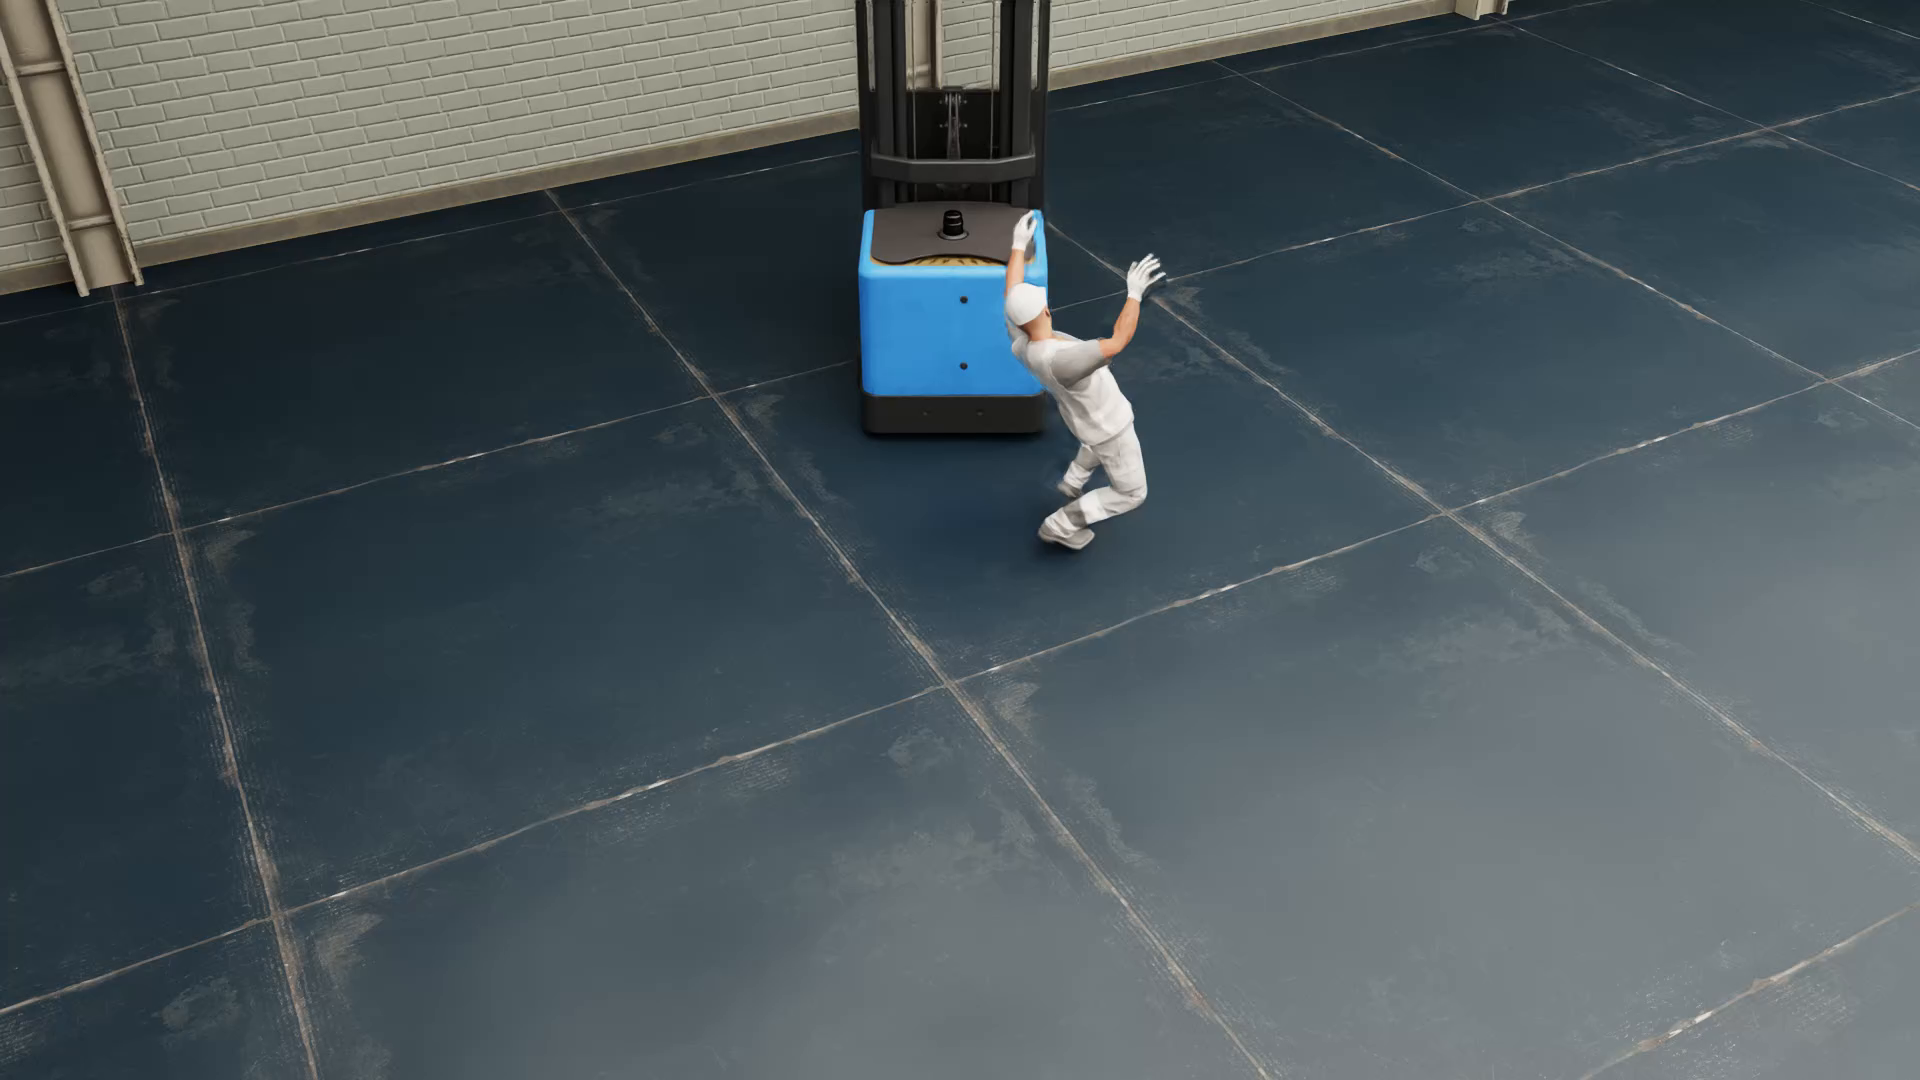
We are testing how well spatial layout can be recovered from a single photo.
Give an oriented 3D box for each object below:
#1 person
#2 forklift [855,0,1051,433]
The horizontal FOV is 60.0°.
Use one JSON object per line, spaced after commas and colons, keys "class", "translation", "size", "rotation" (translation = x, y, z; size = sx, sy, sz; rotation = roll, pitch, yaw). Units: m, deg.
{"class": "person", "translation": [0.559, -0.781, 8.328], "size": [0.804, 1.676, 1.051], "rotation": [-12, 37, -16]}
{"class": "forklift", "translation": [-0.040, -2.617, 9.825], "size": [1.130, 2.935, 3.031], "rotation": [0, 35, 0]}
